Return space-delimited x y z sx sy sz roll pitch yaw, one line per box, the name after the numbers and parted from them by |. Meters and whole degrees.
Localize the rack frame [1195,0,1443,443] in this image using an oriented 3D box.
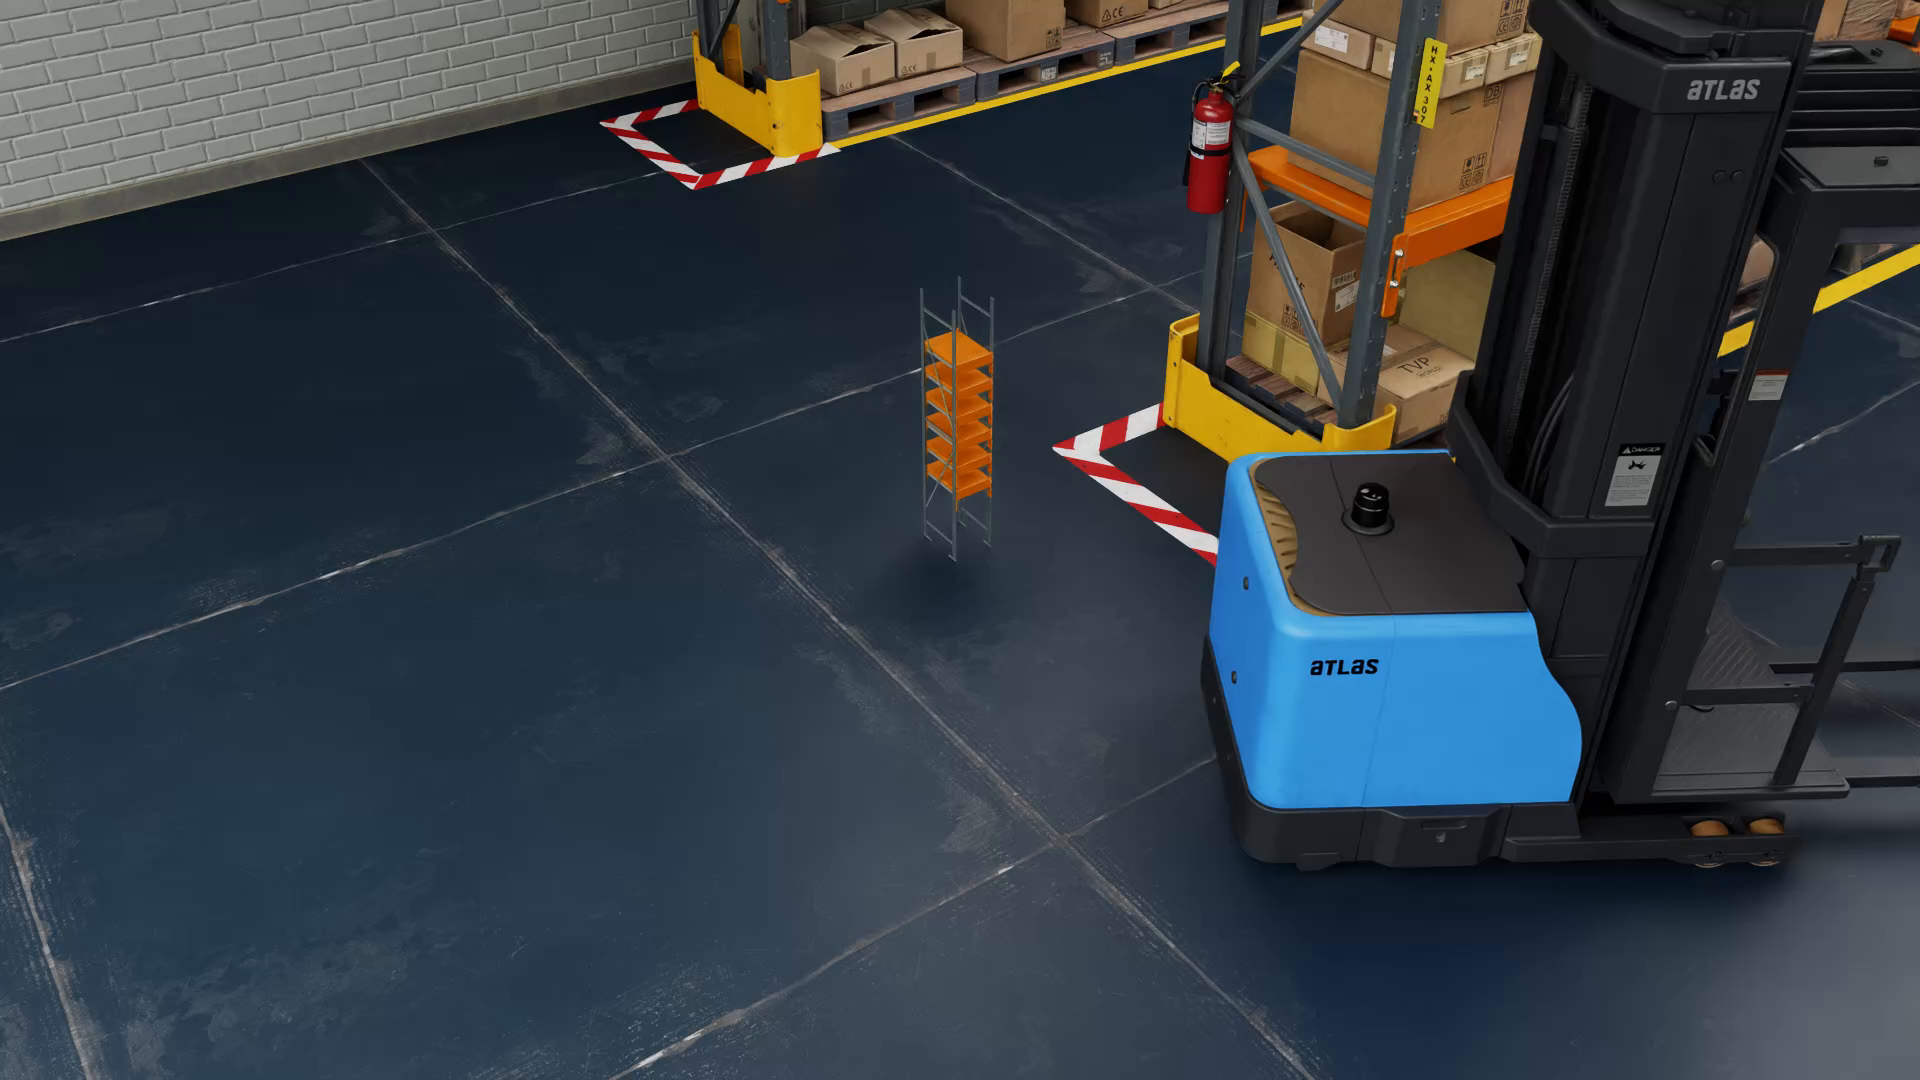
1.453 -1.601 6.908 0.127 3.000 1.000 -22 41 -28 | rack frame

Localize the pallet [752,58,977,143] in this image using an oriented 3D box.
-0.657 -3.114 11.399 1.213 0.211 1.003 -22 41 -28 | pallet

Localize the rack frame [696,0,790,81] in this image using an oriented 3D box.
-1.404 -3.964 10.193 0.127 3.000 1.000 -22 41 -28 | rack frame

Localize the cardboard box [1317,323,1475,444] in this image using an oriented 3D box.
2.020 -0.730 7.691 0.500 0.250 0.500 -22 41 -28 | cardboard box

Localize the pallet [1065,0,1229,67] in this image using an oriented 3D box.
1.337 -3.935 12.540 1.213 0.211 1.003 -22 41 -28 | pallet

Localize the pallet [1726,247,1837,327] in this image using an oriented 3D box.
4.049 -1.567 9.248 1.213 0.211 1.003 -22 41 -28 | pallet

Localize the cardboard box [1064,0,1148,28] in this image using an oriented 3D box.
1.041 -4.105 12.153 0.500 0.500 0.500 -26 43 -31 | cardboard box

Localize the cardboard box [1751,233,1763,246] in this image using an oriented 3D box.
4.054 -1.883 8.651 0.500 0.500 0.500 -22 41 -28 | cardboard box

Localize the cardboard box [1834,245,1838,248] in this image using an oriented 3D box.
4.470 -1.741 9.097 0.500 0.250 0.500 -22 41 -28 | cardboard box

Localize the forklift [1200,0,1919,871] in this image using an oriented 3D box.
2.450 -0.379 5.266 3.031 2.935 1.130 -1 36 -2 | forklift

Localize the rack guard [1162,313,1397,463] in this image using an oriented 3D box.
1.434 -0.578 7.626 0.348 0.500 1.175 -22 41 -28 | rack guard

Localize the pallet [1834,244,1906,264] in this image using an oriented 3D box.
5.303 -2.081 9.963 1.213 0.211 1.003 -22 41 -28 | pallet

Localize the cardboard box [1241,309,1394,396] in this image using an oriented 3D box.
1.721 -0.977 8.035 0.500 0.250 0.500 -22 41 -28 | cardboard box

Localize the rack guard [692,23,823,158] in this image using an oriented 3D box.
-1.341 -2.975 10.958 0.348 0.500 1.175 -22 41 -28 | rack guard

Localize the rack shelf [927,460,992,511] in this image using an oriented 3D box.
-0.012 -0.251 7.059 0.180 0.103 0.258 -22 41 -28 | rack shelf

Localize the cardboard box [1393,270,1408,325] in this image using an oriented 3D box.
2.123 -1.151 8.276 0.500 0.250 0.500 -22 41 -28 | cardboard box

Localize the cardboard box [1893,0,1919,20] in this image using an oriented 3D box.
5.100 -3.072 9.081 0.500 0.250 0.500 -20 40 -25 | cardboard box

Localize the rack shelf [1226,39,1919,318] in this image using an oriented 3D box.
3.088 -1.982 8.053 4.000 0.370 1.077 -22 41 -28 | rack shelf

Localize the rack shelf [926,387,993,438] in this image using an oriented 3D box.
-0.012 -0.544 6.849 0.180 0.103 0.258 -22 41 -28 | rack shelf

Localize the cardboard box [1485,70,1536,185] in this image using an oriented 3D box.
2.269 -1.972 7.337 0.500 0.500 0.700 -21 41 -27 | cardboard box

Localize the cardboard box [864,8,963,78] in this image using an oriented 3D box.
-0.320 -3.433 11.380 0.500 0.311 0.500 -19 40 -24 | cardboard box

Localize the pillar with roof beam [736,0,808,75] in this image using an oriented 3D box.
1.150 -4.994 6.486 0.400 9.000 9.100 -22 41 -28 | pillar with roof beam

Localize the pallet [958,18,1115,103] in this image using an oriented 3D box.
0.339 -3.522 11.966 1.213 0.211 1.003 -22 41 -28 | pallet

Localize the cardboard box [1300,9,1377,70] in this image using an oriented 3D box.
1.656 -2.125 6.994 0.250 0.149 0.380 -23 42 -29 | cardboard box

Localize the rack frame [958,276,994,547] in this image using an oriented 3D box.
0.063 -0.513 6.936 0.006 1.200 0.240 -22 41 -28 | rack frame

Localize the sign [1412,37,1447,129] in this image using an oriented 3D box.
1.768 -1.718 6.261 0.005 0.325 0.100 -22 41 -28 | sign

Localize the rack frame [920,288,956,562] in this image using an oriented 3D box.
-0.087 -0.451 6.850 0.006 1.200 0.240 -22 41 -28 | rack frame

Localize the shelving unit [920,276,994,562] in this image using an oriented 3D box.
-0.012 -0.482 6.893 0.189 1.200 0.258 -22 41 -28 | shelving unit

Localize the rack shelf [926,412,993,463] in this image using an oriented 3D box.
-0.012 -0.446 6.919 0.180 0.103 0.258 -22 41 -28 | rack shelf

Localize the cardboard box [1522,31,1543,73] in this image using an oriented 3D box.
2.317 -2.108 6.971 0.250 0.149 0.380 -22 41 -28 | cardboard box

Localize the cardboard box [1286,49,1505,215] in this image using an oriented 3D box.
1.842 -1.793 7.088 0.500 0.500 0.700 -22 41 -28 | cardboard box

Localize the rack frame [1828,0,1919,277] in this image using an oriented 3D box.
4.723 -2.947 8.778 0.127 3.000 1.000 -22 41 -28 | rack frame

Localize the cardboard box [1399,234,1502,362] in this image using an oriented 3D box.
2.427 -1.203 7.707 0.500 0.500 0.500 -22 41 -28 | cardboard box

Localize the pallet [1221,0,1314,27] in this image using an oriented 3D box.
2.502 -4.440 13.243 1.213 0.211 1.003 -22 41 -28 | pallet

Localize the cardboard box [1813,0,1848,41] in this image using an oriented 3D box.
3.936 -2.655 8.286 0.500 0.500 0.700 -23 42 -28 | cardboard box

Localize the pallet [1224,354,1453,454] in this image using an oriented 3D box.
2.054 -0.747 8.107 1.213 0.211 1.003 -22 41 -28 | pallet

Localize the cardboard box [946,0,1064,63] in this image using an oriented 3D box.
0.308 -3.733 11.635 0.500 0.500 0.700 -25 43 -31 | cardboard box

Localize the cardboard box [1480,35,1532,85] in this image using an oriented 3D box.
2.112 -2.025 6.855 0.250 0.149 0.380 -24 42 -29 | cardboard box

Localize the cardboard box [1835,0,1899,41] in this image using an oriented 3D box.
4.364 -2.835 8.537 0.500 0.500 0.700 -24 42 -29 | cardboard box

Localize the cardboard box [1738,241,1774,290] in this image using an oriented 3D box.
4.055 -1.577 8.869 0.500 0.250 0.500 -22 41 -28 | cardboard box

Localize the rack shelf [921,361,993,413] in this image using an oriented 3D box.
-0.012 -0.641 6.779 0.180 0.103 0.258 -22 41 -28 | rack shelf

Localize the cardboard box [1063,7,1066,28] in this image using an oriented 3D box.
0.547 -3.803 12.033 0.250 0.149 0.380 -26 43 -31 | cardboard box

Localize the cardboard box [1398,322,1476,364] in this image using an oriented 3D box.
2.426 -0.900 7.927 0.500 0.250 0.500 -22 41 -28 | cardboard box

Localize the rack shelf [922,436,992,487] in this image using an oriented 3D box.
-0.012 -0.349 6.989 0.180 0.103 0.258 -22 41 -28 | rack shelf

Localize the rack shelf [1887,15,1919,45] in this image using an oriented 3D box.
6.358 -3.327 9.924 4.000 0.370 1.077 -22 41 -28 | rack shelf

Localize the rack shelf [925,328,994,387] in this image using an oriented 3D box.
-0.012 -0.738 6.709 0.180 0.103 0.258 -22 41 -28 | rack shelf

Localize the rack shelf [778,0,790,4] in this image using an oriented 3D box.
0.231 -4.345 11.338 4.000 0.370 1.077 -22 41 -28 | rack shelf

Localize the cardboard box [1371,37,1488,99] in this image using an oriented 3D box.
1.898 -1.935 6.730 0.250 0.149 0.380 -23 41 -28 | cardboard box

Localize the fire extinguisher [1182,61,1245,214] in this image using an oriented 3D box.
1.089 -1.752 7.183 0.183 0.674 0.296 -22 41 -28 | fire extinguisher

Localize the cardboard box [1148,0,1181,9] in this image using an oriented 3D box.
1.446 -4.144 12.492 0.250 0.166 0.380 -28 44 -33 | cardboard box

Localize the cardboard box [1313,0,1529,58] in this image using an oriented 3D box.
1.885 -2.337 6.734 0.500 0.500 0.700 -22 41 -28 | cardboard box

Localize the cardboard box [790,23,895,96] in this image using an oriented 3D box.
-0.786 -3.241 11.114 0.500 0.311 0.500 -28 44 -33 | cardboard box

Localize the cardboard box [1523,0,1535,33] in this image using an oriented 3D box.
2.312 -2.517 6.984 0.500 0.500 0.700 -24 42 -29 | cardboard box

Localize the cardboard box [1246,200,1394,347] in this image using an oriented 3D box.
1.720 -1.282 7.817 0.500 0.500 0.500 -22 41 -28 | cardboard box
